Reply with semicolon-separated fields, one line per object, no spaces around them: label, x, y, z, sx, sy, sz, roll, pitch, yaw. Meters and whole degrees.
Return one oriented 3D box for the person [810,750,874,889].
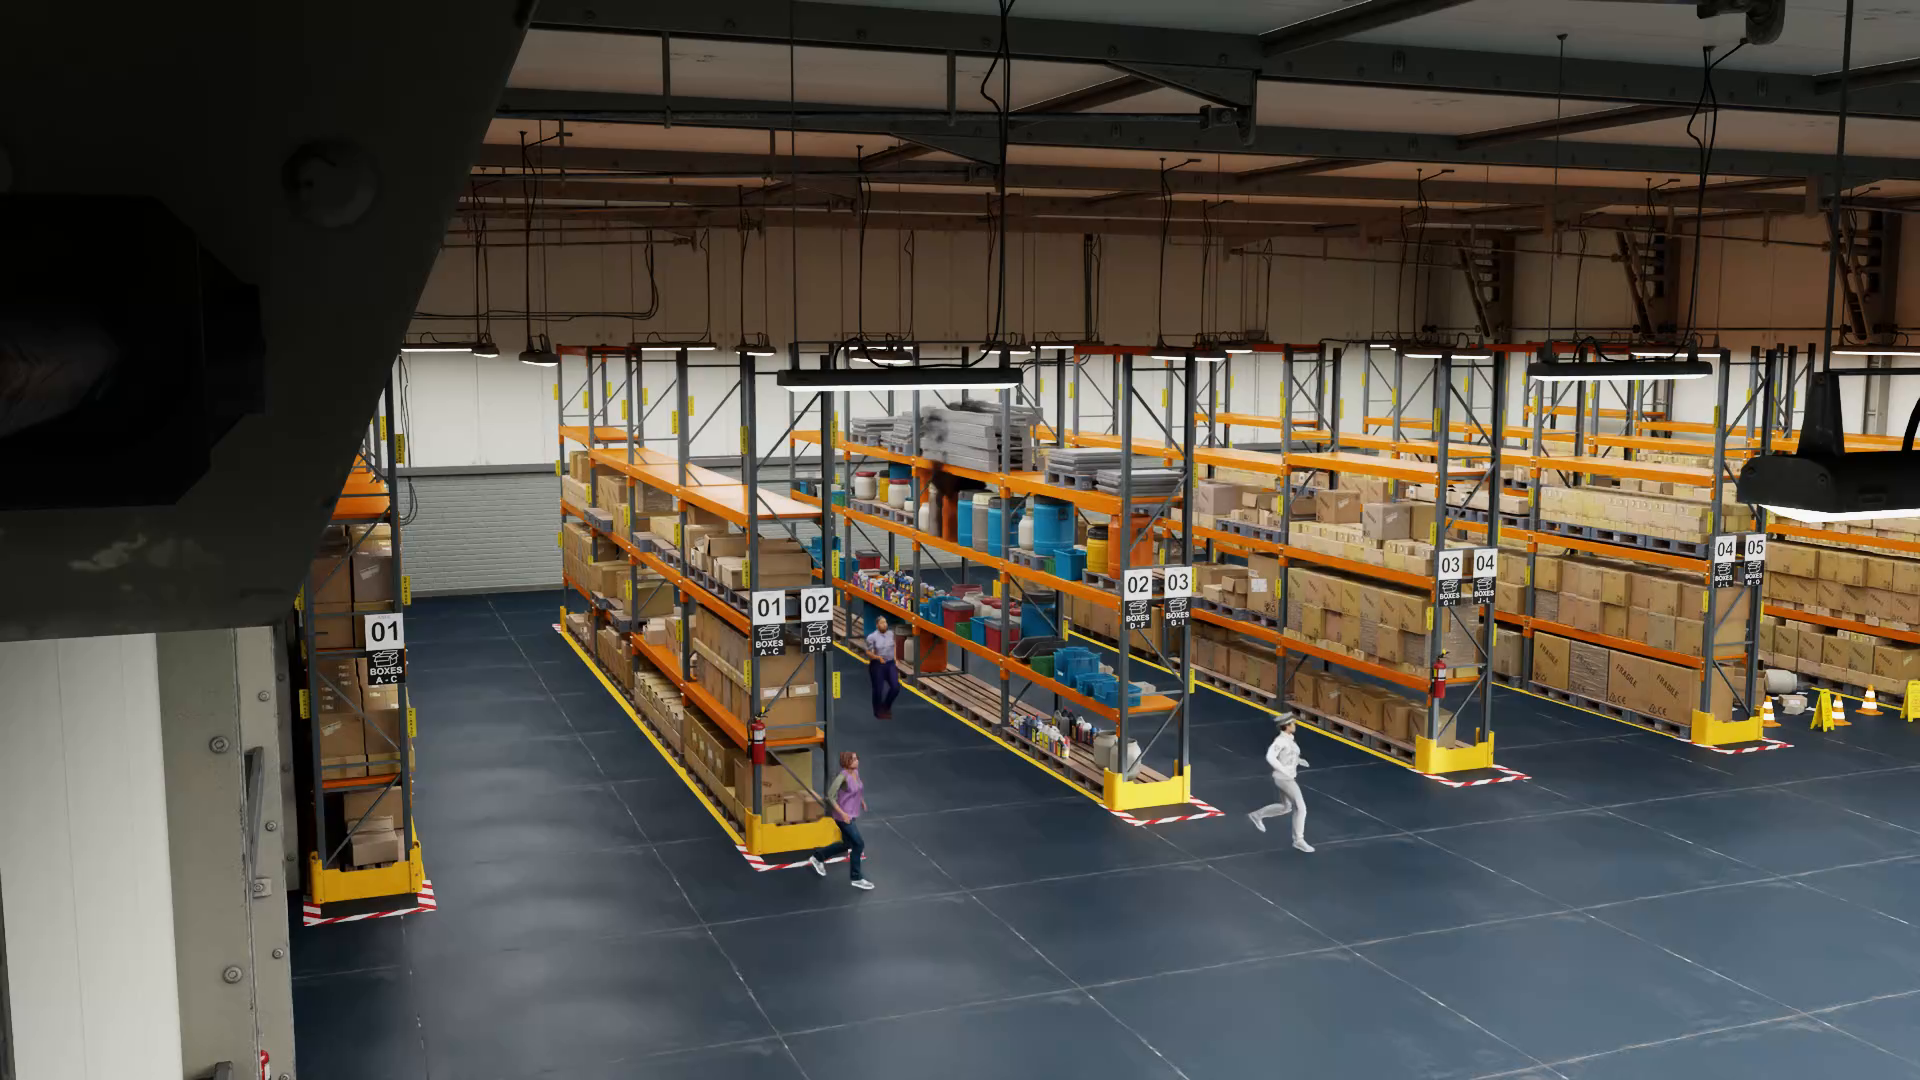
person;-1.340;3.147;18.889;0.781;1.583;0.537;2;8;17

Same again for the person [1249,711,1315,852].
person;3.991;2.938;20.471;0.826;1.677;0.641;2;8;17

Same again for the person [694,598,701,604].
person;-5.131;1.287;33.503;0.542;1.618;0.599;-4;8;-28

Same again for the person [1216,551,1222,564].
person;6.522;0.225;41.730;0.574;1.676;0.692;2;8;18

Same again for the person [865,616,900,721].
person;-1.164;2.007;25.689;0.579;1.657;0.575;-4;8;-28
